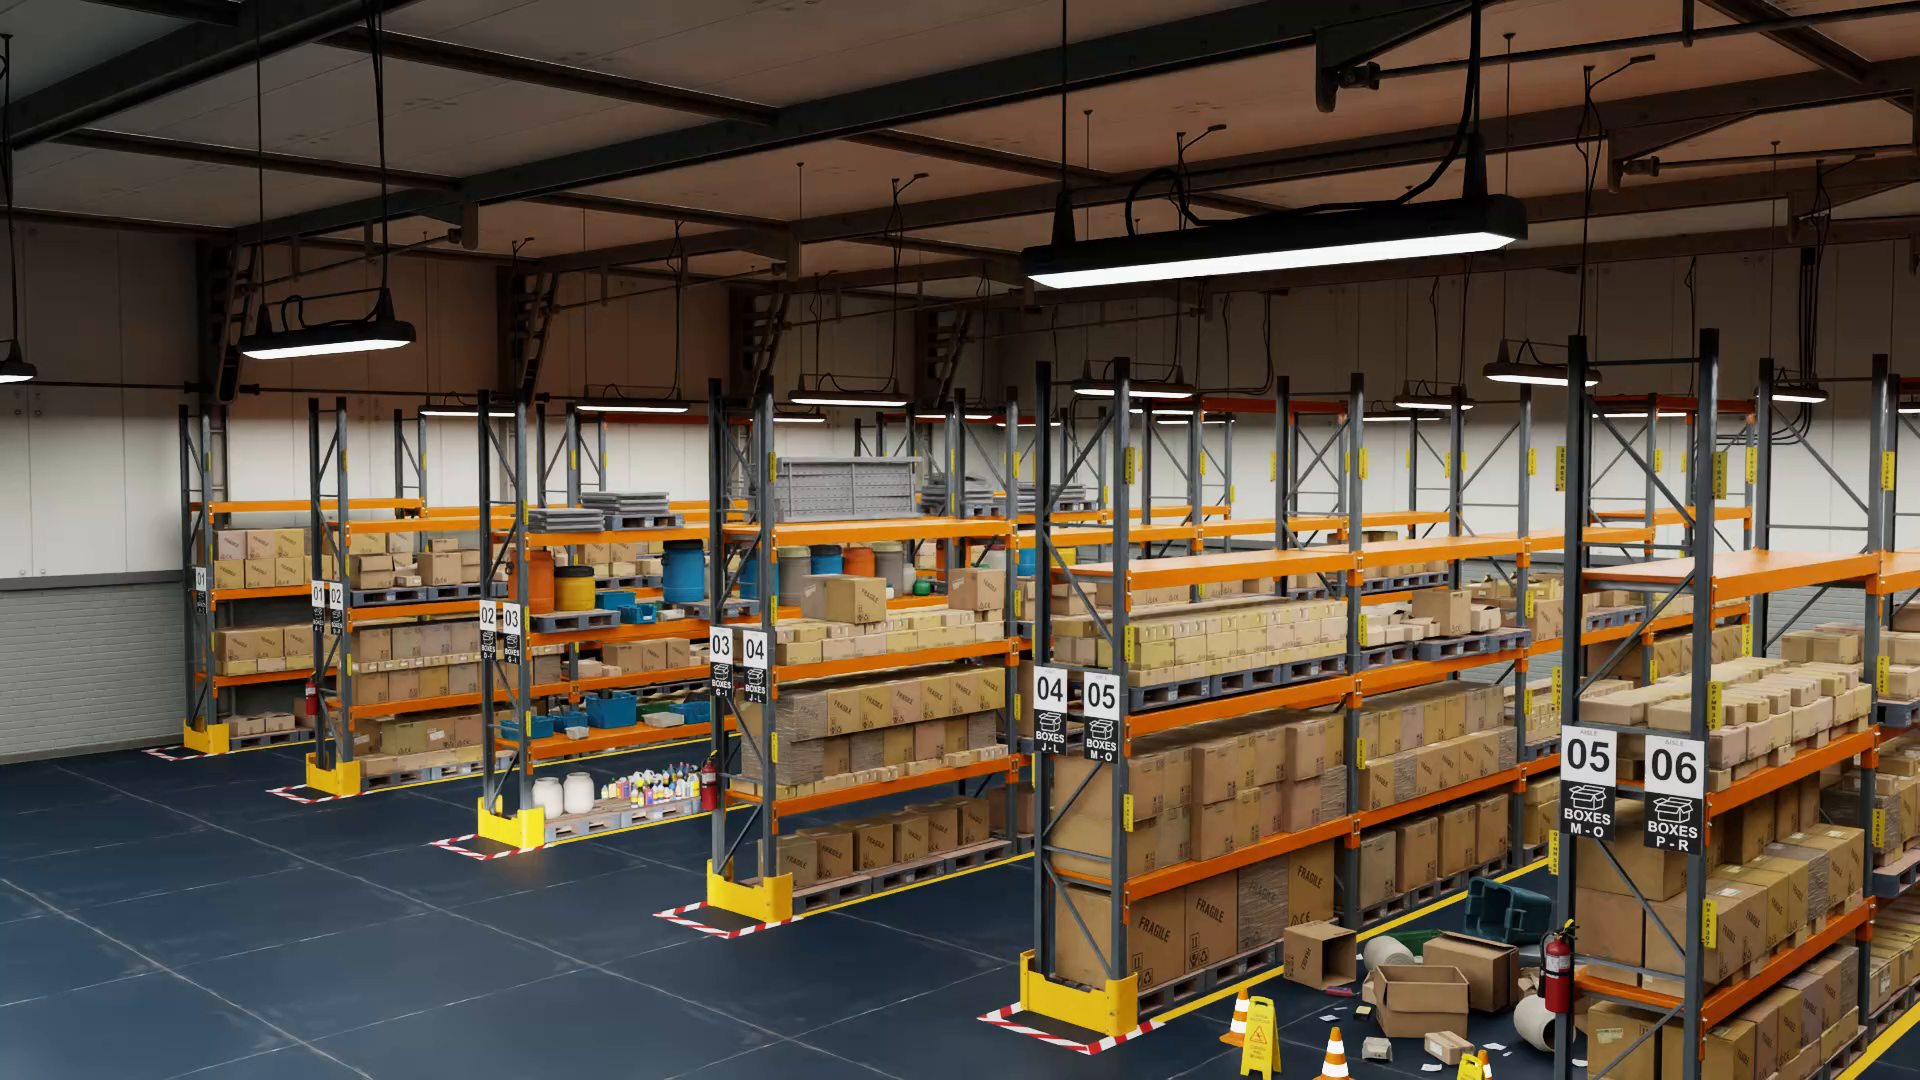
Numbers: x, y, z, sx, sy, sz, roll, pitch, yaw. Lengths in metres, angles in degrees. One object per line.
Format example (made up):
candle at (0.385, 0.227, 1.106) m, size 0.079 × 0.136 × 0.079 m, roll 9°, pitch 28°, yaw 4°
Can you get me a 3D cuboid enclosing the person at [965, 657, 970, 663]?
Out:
person at (-0.077, 2.681, 30.506) m, size 0.593 × 1.822 × 0.631 m, roll -2°, pitch 4°, yaw -33°
